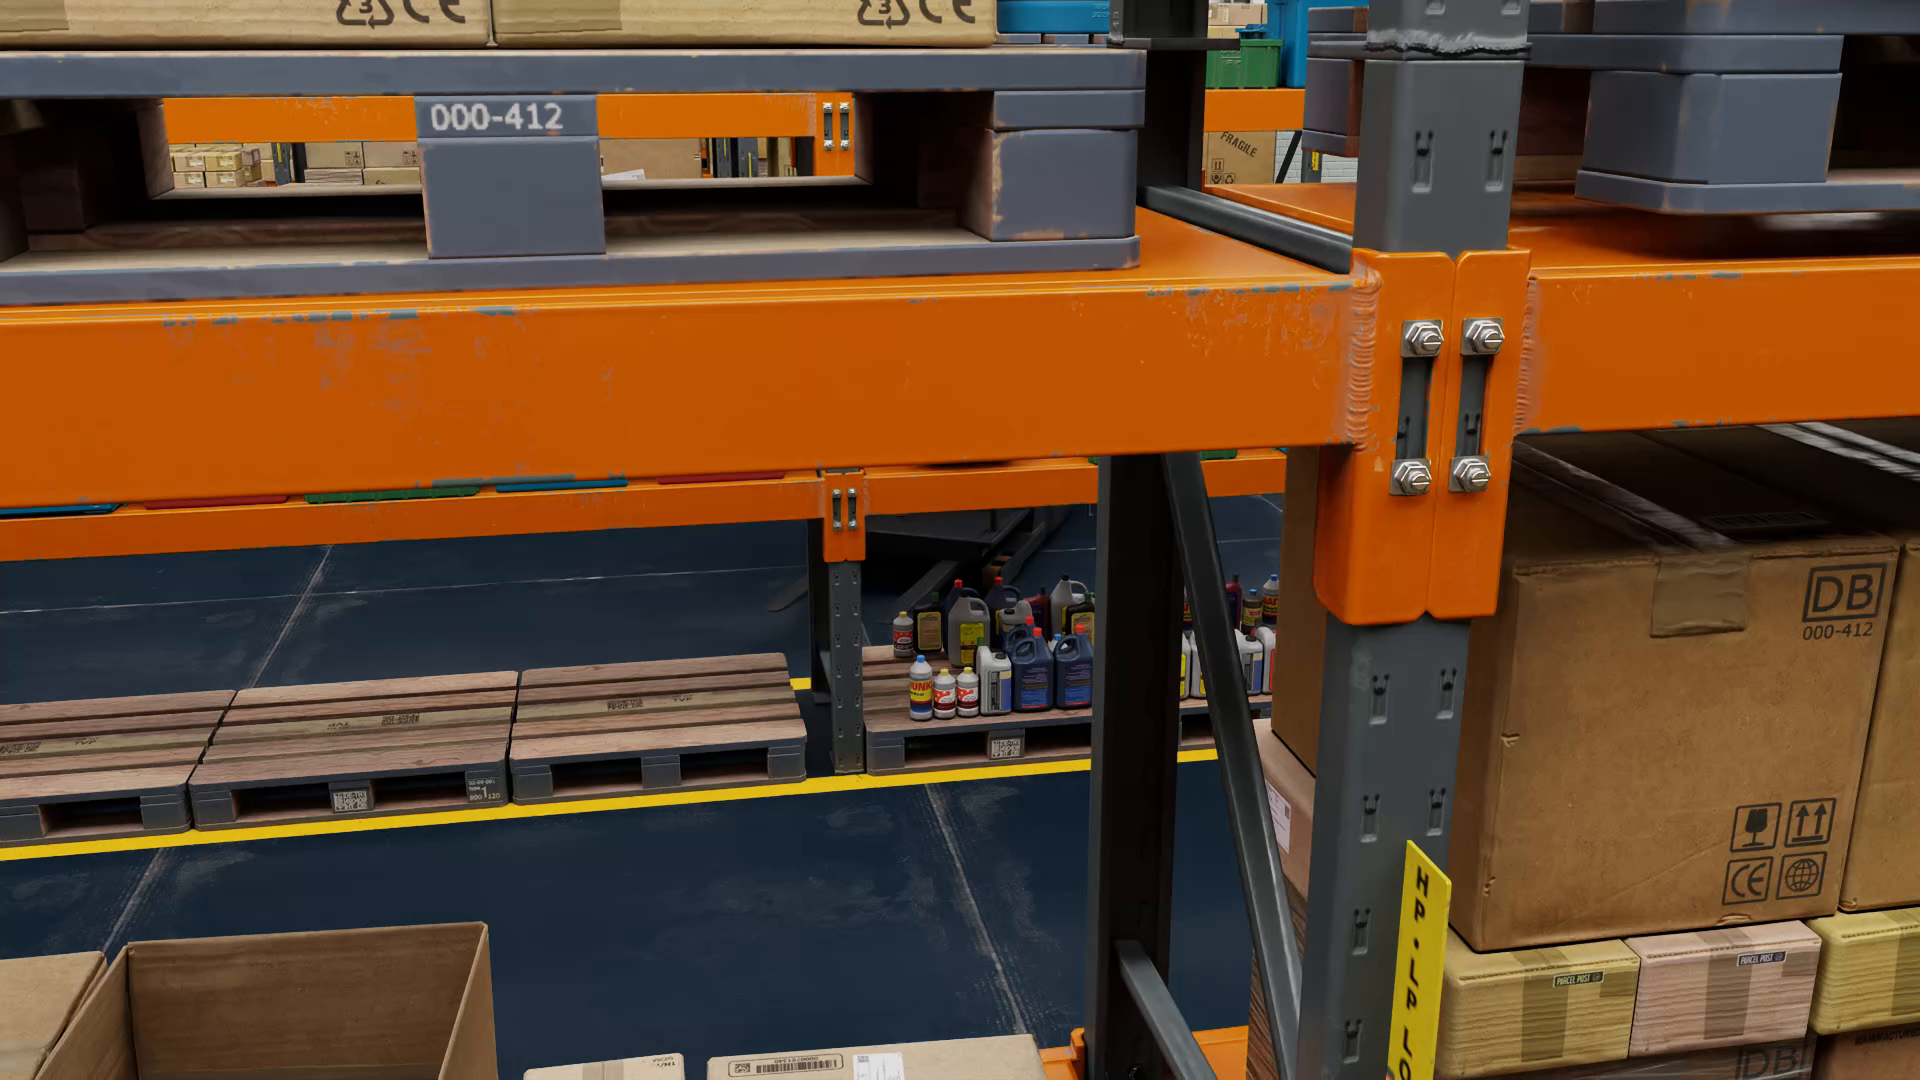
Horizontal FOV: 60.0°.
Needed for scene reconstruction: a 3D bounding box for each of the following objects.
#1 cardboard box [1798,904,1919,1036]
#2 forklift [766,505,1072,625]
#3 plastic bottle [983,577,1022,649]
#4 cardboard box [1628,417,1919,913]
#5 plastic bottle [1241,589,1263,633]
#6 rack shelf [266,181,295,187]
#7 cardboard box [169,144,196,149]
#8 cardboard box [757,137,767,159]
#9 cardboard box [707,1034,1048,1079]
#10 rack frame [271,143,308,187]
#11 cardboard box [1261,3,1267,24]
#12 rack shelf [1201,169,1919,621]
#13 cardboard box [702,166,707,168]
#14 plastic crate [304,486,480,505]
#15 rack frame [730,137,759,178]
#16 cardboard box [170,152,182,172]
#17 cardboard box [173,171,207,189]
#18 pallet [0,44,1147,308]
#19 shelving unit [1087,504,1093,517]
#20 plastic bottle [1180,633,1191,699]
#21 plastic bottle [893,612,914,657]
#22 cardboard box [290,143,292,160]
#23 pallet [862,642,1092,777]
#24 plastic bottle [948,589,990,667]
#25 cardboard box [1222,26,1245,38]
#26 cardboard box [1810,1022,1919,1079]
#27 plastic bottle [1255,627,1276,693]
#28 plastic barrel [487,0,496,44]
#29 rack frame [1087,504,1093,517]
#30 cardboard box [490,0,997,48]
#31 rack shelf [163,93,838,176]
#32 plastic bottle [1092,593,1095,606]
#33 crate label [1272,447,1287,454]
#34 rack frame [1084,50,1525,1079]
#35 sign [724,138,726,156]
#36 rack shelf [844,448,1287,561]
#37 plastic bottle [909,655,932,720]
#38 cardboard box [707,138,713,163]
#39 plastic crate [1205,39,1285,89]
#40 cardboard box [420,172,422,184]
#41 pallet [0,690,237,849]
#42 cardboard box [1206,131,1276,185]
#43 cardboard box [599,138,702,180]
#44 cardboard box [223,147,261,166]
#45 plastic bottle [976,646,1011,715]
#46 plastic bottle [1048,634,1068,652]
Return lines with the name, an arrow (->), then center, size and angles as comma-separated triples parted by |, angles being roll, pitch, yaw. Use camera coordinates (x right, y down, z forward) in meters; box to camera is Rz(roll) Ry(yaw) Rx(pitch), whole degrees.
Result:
cardboard box -> 1.174, 0.502, 2.295 | 0.250, 0.149, 0.380 | -4, 17, -12
forklift -> -0.194, -1.227, 9.315 | 1.130, 2.935, 3.031 | 5, 18, 17
plastic bottle -> 0.204, 0.346, 7.840 | 0.185, 0.351, 0.144 | -4, 18, -13
cardboard box -> 1.304, 0.125, 2.418 | 0.500, 0.500, 0.700 | -3, 17, -11
plastic bottle -> 1.424, 0.341, 8.110 | 0.097, 0.201, 0.097 | 0, 17, 0
rack shelf -> -9.273, -4.187, 20.061 | 4.000, 0.370, 1.077 | -3, 17, -10
cardboard box -> -9.248, -4.616, 19.637 | 0.500, 0.250, 0.500 | -4, 17, -12
cardboard box -> -1.975, -4.042, 16.270 | 0.550, 0.550, 0.875 | -3, 17, -10
cardboard box -> -0.101, 0.959, 2.335 | 0.500, 0.250, 0.500 | -2, 17, -7
rack frame -> -6.271, -3.221, 15.690 | 0.127, 3.000, 1.000 | -3, 17, -10
cardboard box -> 2.212, -3.679, 11.647 | 0.250, 0.149, 0.380 | -3, 17, -10
rack shelf -> 2.337, -0.354, 2.471 | 4.000, 0.370, 1.077 | -3, 17, -10
cardboard box -> -3.881, -5.743, 26.167 | 0.500, 0.250, 0.500 | -3, 17, -9
plastic crate -> -2.219, -0.301, 6.544 | 0.662, 0.188, 0.450 | -3, 17, -10
rack frame -> -1.502, -2.008, 11.742 | 0.127, 3.000, 1.000 | -3, 17, -10
cardboard box -> -7.169, -3.399, 14.968 | 0.250, 0.149, 0.380 | -3, 17, -9
cardboard box -> -6.931, -3.270, 15.055 | 0.250, 0.149, 0.380 | -3, 17, -8
pallet -> -0.490, -0.442, 1.859 | 1.217, 0.209, 0.805 | -4, 18, -13
shelving unit -> 1.102, -0.717, 10.602 | 0.503, 1.200, 0.258 | 11, 20, 31
plastic bottle -> 0.912, 0.516, 7.286 | 0.185, 0.351, 0.144 | -3, 17, -11
plastic bottle -> -0.265, 0.437, 7.798 | 0.097, 0.201, 0.097 | 0, 17, 0
cardboard box -> -7.737, -4.710, 19.940 | 0.500, 0.250, 0.500 | -3, 17, -11
pallet -> 0.105, 0.727, 7.585 | 1.213, 0.211, 1.003 | -3, 17, -10
plastic bottle -> 0.043, 0.398, 7.670 | 0.185, 0.351, 0.144 | -3, 17, -10
cardboard box -> 2.000, -3.493, 11.723 | 0.500, 0.250, 0.500 | -3, 17, -9
cardboard box -> 1.325, 0.742, 2.617 | 0.500, 0.500, 0.700 | -3, 17, -11
plastic bottle -> 1.392, 0.523, 7.389 | 0.135, 0.276, 0.152 | -3, 17, -10
plastic barrel -> -1.663, -2.127, 6.165 | 0.600, 0.901, 0.600 | 0, 17, 0
rack frame -> 0.897, -0.756, 10.729 | 0.015, 1.200, 0.240 | 11, 20, 31
cardboard box -> -0.233, -0.684, 1.861 | 0.500, 0.250, 0.500 | -1, 17, -5
rack shelf -> -2.526, -1.559, 6.396 | 4.000, 0.370, 1.077 | -3, 17, -10
plastic bottle -> 0.681, 0.356, 7.935 | 0.135, 0.276, 0.152 | -3, 17, -9
crate label -> 1.609, -0.640, 7.226 | 0.616, 0.435, 0.502 | -3, 17, -10
rack frame -> 0.374, 0.848, 2.444 | 0.127, 3.000, 1.000 | -3, 17, -10
sign -> -2.231, -3.804, 15.750 | 0.005, 0.325, 0.100 | -3, 17, -10
rack shelf -> 1.401, -0.348, 7.562 | 4.000, 0.370, 1.077 | -3, 17, -10
plastic bottle -> -0.166, 0.622, 7.076 | 0.097, 0.271, 0.097 | 0, 17, 0
cardboard box -> -2.897, -4.999, 20.803 | 0.500, 0.500, 0.500 | -3, 17, -11
plastic crate -> 1.039, -1.923, 6.715 | 0.450, 0.188, 0.336 | -3, 17, -10
cardboard box -> -4.785, -3.273, 15.689 | 0.500, 0.500, 0.500 | -3, 17, -10
pallet -> -3.722, 0.943, 6.881 | 1.213, 0.211, 1.003 | -3, 17, -10
cardboard box -> 1.932, -2.797, 11.930 | 0.500, 0.500, 0.500 | -3, 17, -10
cardboard box -> -2.309, -2.492, 11.580 | 1.000, 1.000, 1.000 | -3, 17, -10
cardboard box -> -6.766, -3.616, 15.675 | 0.250, 0.149, 0.380 | -3, 17, -10
plastic bottle -> 0.146, 0.594, 7.159 | 0.135, 0.276, 0.152 | -3, 17, -8
plastic bottle -> 0.428, 0.545, 7.326 | 0.097, 0.271, 0.097 | 0, 17, 0
